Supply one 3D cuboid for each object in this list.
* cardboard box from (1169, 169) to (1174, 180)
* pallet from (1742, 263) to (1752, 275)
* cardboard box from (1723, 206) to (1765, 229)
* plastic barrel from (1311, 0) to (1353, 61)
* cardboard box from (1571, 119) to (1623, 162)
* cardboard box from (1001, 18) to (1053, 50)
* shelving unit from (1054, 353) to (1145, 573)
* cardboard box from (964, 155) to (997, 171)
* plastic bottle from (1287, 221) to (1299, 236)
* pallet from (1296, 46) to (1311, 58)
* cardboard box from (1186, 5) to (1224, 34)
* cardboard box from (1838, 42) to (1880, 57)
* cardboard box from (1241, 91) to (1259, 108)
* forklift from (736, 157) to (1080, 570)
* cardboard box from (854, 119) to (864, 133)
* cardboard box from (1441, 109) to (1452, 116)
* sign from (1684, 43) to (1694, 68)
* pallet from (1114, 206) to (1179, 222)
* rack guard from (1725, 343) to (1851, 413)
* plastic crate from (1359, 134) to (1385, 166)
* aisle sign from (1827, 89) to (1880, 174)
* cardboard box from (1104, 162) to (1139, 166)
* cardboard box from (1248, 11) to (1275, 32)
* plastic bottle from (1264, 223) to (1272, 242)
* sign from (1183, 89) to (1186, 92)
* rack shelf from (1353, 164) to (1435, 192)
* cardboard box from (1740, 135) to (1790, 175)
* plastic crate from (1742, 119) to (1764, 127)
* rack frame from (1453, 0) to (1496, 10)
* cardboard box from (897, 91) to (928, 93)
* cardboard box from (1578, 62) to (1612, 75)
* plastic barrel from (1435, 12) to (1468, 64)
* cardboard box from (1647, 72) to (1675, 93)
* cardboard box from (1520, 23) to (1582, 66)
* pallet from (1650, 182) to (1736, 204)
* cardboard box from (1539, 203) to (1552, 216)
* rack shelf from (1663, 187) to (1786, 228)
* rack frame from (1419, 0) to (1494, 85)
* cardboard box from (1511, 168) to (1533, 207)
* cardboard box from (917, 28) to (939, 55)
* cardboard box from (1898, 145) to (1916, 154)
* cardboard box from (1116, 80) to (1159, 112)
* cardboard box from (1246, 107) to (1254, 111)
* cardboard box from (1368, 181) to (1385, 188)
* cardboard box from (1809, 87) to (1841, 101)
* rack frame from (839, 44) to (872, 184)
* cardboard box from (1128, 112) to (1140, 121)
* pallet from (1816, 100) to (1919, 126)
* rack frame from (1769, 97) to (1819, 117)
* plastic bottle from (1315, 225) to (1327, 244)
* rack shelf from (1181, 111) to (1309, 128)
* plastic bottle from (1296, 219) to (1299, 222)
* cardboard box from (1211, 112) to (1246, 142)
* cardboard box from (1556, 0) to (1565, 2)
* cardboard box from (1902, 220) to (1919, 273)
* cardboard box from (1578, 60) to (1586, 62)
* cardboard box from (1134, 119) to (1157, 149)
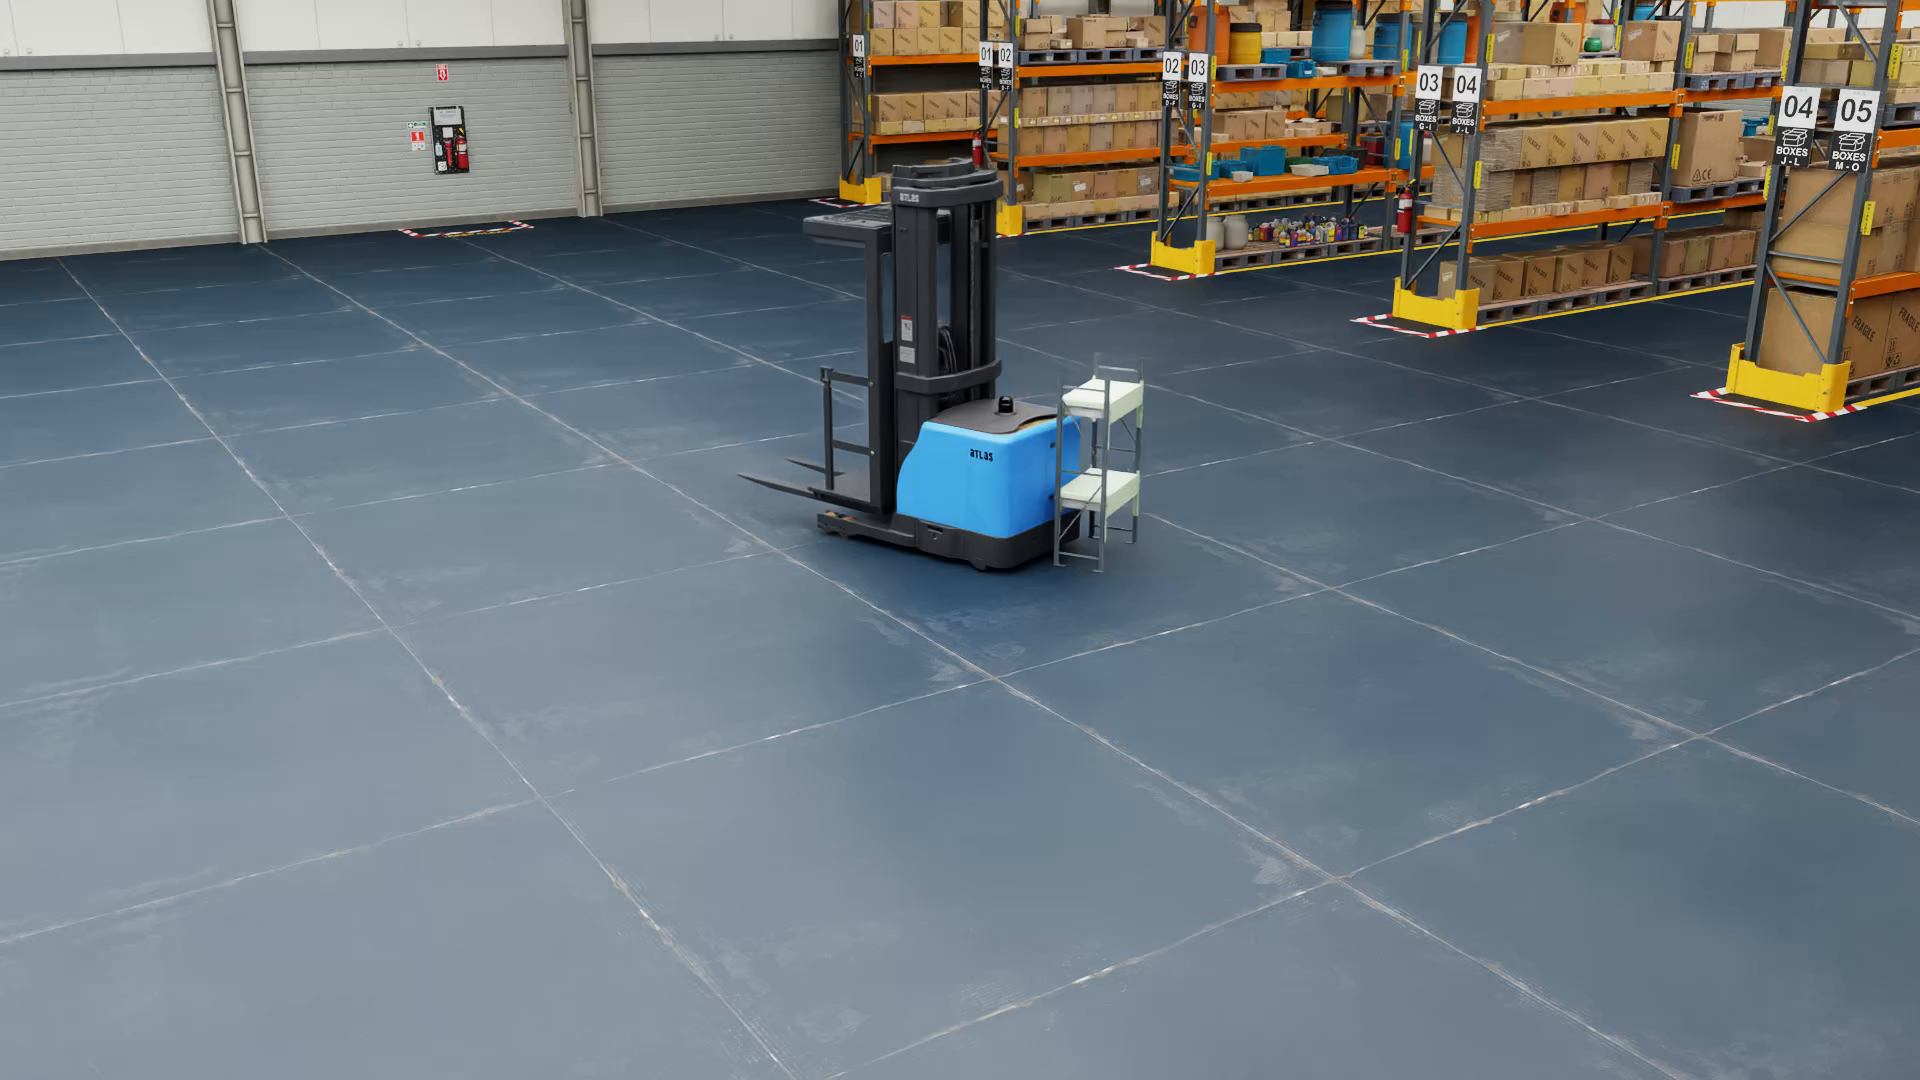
[{"bbox_3d":[4.184,-6.922,31.799,0.500,0.311,0.500,-12,22,-31],"label":"cardboard box"},{"bbox_3d":[12.136,-4.208,25.363,1.213,0.211,1.003,-12,22,-31],"label":"pallet"},{"bbox_3d":[11.808,-4.824,24.875,0.500,0.250,0.500,-9,21,-25],"label":"cardboard box"},{"bbox_3d":[5.834,-7.998,26.095,0.708,0.901,0.600,-12,22,-31],"label":"plastic barrel"},{"bbox_3d":[8.389,-5.295,22.041,0.500,0.500,0.500,-12,22,-31],"label":"cardboard box"},{"bbox_3d":[1.145,-8.743,28.704,0.637,0.503,0.797,-10,21,-28],"label":"cardboard box"},{"bbox_3d":[1.060,-0.598,12.669,0.431,1.500,0.755,9,21,24],"label":"shelving unit"},{"bbox_3d":[0.431,-7.767,34.753,0.500,0.500,0.500,-14,23,-35],"label":"cardboard box"},{"bbox_3d":[5.412,-5.030,27.007,0.135,0.276,0.152,-12,22,-31],"label":"plastic bottle"},{"bbox_3d":[6.826,-9.505,32.288,1.003,0.211,1.213,-11,21,-29],"label":"pallet"},{"bbox_3d":[4.540,-9.615,30.725,0.500,0.500,0.500,-12,22,-31],"label":"cardboard box"},{"bbox_3d":[9.269,-5.078,17.233,0.250,0.149,0.380,-11,22,-31],"label":"cardboard box"},{"bbox_3d":[6.451,-10.127,37.864,0.500,0.500,0.500,-11,22,-30],"label":"cardboard box"},{"bbox_3d":[-0.525,-1.526,13.183,3.031,2.935,1.130,14,23,36],"label":"forklift"},{"bbox_3d":[-1.781,-8.305,33.329,0.500,0.250,0.500,-12,22,-31],"label":"cardboard box"},{"bbox_3d":[10.166,-9.244,35.093,0.700,0.500,0.500,14,23,35],"label":"cardboard box"},{"bbox_3d":[9.753,-6.484,22.250,0.005,0.325,0.100,-12,22,-31],"label":"sign"},{"bbox_3d":[3.316,-6.163,31.144,1.213,0.211,1.003,-12,22,-31],"label":"pallet"},{"bbox_3d":[8.731,-1.725,17.565,0.348,0.500,1.175,-12,22,-31],"label":"rack guard"},{"bbox_3d":[6.960,-6.484,27.641,0.583,0.464,0.402,-12,22,-31],"label":"plastic crate"},{"bbox_3d":[8.857,-4.052,16.487,0.004,0.787,0.394,-12,22,-31],"label":"aisle sign"},{"bbox_3d":[3.030,-6.776,31.071,0.500,0.500,0.500,-12,22,-31],"label":"cardboard box"},{"bbox_3d":[6.732,-11.782,37.884,0.500,0.500,0.700,-12,22,-32],"label":"cardboard box"},{"bbox_3d":[4.961,-4.953,26.767,0.133,0.283,0.061,-12,22,-31],"label":"plastic bottle"},{"bbox_3d":[4.923,-10.009,36.482,0.005,0.325,0.100,-12,22,-31],"label":"sign"},{"bbox_3d":[8.395,-6.298,28.314,4.000,0.370,1.077,-12,22,-31],"label":"rack shelf"},{"bbox_3d":[11.949,-5.682,24.556,0.500,0.500,0.700,-8,20,-23],"label":"cardboard box"},{"bbox_3d":[15.809,-8.278,33.215,0.300,0.233,0.416,-12,22,-31],"label":"plastic crate"},{"bbox_3d":[10.685,-11.864,34.286,0.127,3.000,1.000,-12,22,-31],"label":"rack frame"},{"bbox_3d":[-0.933,-8.844,33.753,0.500,0.500,0.500,-13,22,-33],"label":"cardboard box"},{"bbox_3d":[8.238,-6.133,21.630,0.250,0.149,0.380,-11,21,-29],"label":"cardboard box"},{"bbox_3d":[8.122,-8.323,27.715,0.708,0.901,0.600,-12,22,-31],"label":"plastic barrel"},{"bbox_3d":[9.211,-6.162,22.338,0.500,0.250,0.500,-11,22,-29],"label":"cardboard box"},{"bbox_3d":[7.496,-6.293,21.090,0.500,0.500,0.500,-12,22,-32],"label":"cardboard box"},{"bbox_3d":[10.167,-4.967,23.552,1.213,0.211,1.003,-12,22,-31],"label":"pallet"},{"bbox_3d":[7.517,-4.347,21.811,0.250,0.149,0.380,-12,22,-31],"label":"cardboard box"},{"bbox_3d":[11.119,-4.974,24.396,4.000,0.370,1.077,-12,22,-31],"label":"rack shelf"},{"bbox_3d":[6.108,-7.099,20.194,0.127,3.000,1.000,-12,22,-31],"label":"rack frame"},{"bbox_3d":[6.934,-4.655,21.711,0.500,0.500,0.875,-12,22,-31],"label":"cardboard box"},{"bbox_3d":[-0.749,-9.880,32.914,0.500,0.500,0.500,-11,21,-29],"label":"cardboard box"},{"bbox_3d":[14.619,-5.997,26.144,0.500,0.500,0.500,-12,22,-31],"label":"cardboard box"},{"bbox_3d":[3.215,-8.105,30.354,0.500,0.500,0.700,-12,22,-32],"label":"cardboard box"},{"bbox_3d":[6.517,-9.845,38.044,0.250,0.149,0.380,-11,22,-30],"label":"cardboard box"},{"bbox_3d":[8.315,-7.439,33.780,0.500,0.500,0.500,-13,23,-33],"label":"cardboard box"},{"bbox_3d":[8.842,-4.610,17.095,0.250,0.149,0.380,-12,22,-32],"label":"cardboard box"},{"bbox_3d":[-2.065,-8.232,32.912,0.127,3.000,1.000,-12,22,-31],"label":"rack frame"},{"bbox_3d":[3.043,-7.683,30.118,0.250,0.149,0.380,-12,22,-32],"label":"cardboard box"},{"bbox_3d":[9.365,-4.425,17.106,1.213,0.211,1.003,-12,22,-31],"label":"pallet"},{"bbox_3d":[16.746,-8.401,33.409,0.127,3.000,1.000,-12,22,-31],"label":"rack frame"},{"bbox_3d":[5.777,-4.896,26.610,0.135,0.276,0.152,-11,22,-30],"label":"plastic bottle"},{"bbox_3d":[6.287,-9.653,38.237,4.000,0.370,1.077,-12,22,-31],"label":"rack shelf"},{"bbox_3d":[5.503,-5.126,27.278,0.133,0.283,0.061,-11,21,-29],"label":"plastic bottle"},{"bbox_3d":[5.093,-7.883,31.724,0.500,0.500,0.500,-10,21,-28],"label":"cardboard box"},{"bbox_3d":[12.782,-11.391,35.854,0.500,0.500,0.700,-12,22,-31],"label":"cardboard box"},{"bbox_3d":[10.020,-3.229,17.879,0.550,0.550,0.875,-12,22,-31],"label":"cardboard box"},{"bbox_3d":[8.133,-6.340,22.244,0.250,0.149,0.380,-12,22,-32],"label":"cardboard box"},{"bbox_3d":[3.199,-7.485,30.546,0.500,0.500,0.700,-12,22,-32],"label":"cardboard box"}]
